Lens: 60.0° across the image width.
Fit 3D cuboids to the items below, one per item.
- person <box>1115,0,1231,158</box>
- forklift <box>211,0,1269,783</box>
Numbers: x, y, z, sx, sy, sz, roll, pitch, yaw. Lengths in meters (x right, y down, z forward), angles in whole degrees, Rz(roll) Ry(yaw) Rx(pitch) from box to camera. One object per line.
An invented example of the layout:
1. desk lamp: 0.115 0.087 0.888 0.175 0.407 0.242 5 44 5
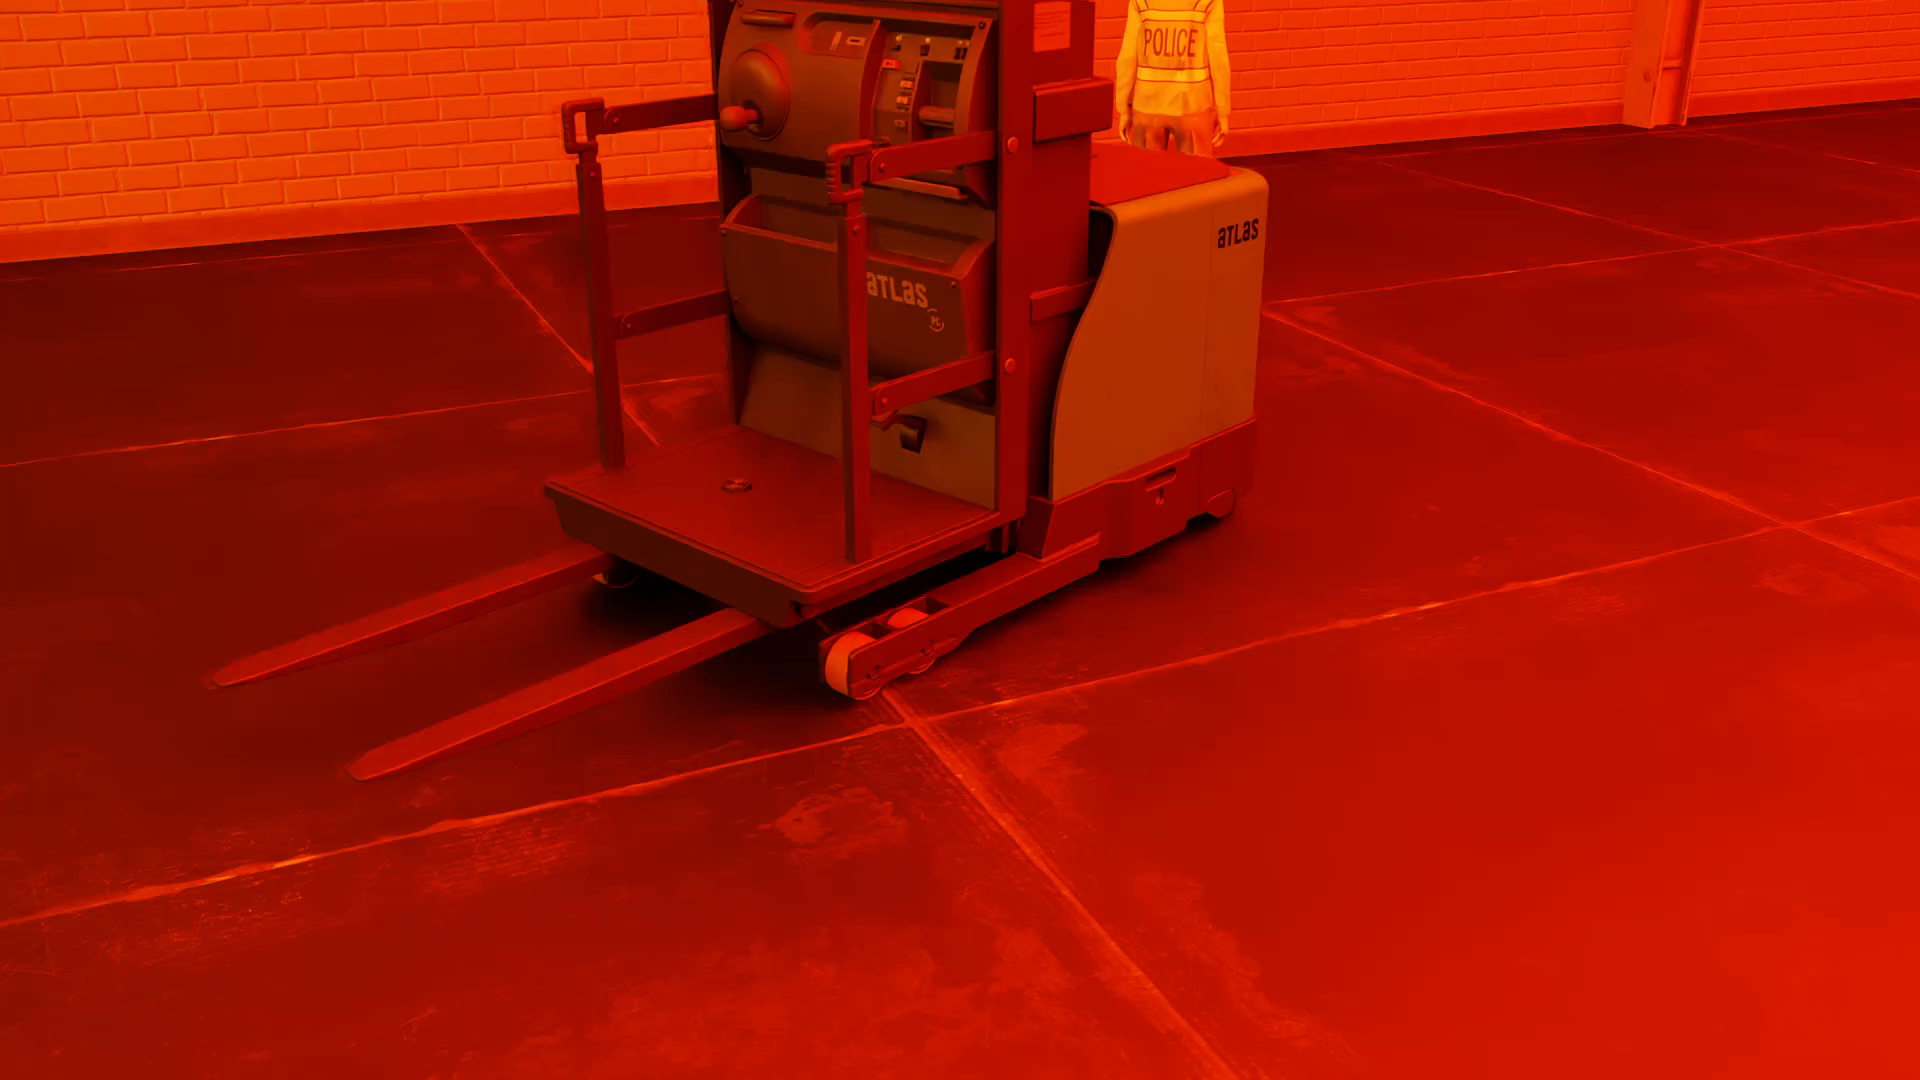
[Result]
1. person: 0.976 -1.949 7.635 0.528 1.662 0.375 7 23 16
2. forklift: -0.430 -1.175 4.115 1.130 2.935 3.031 19 29 39
